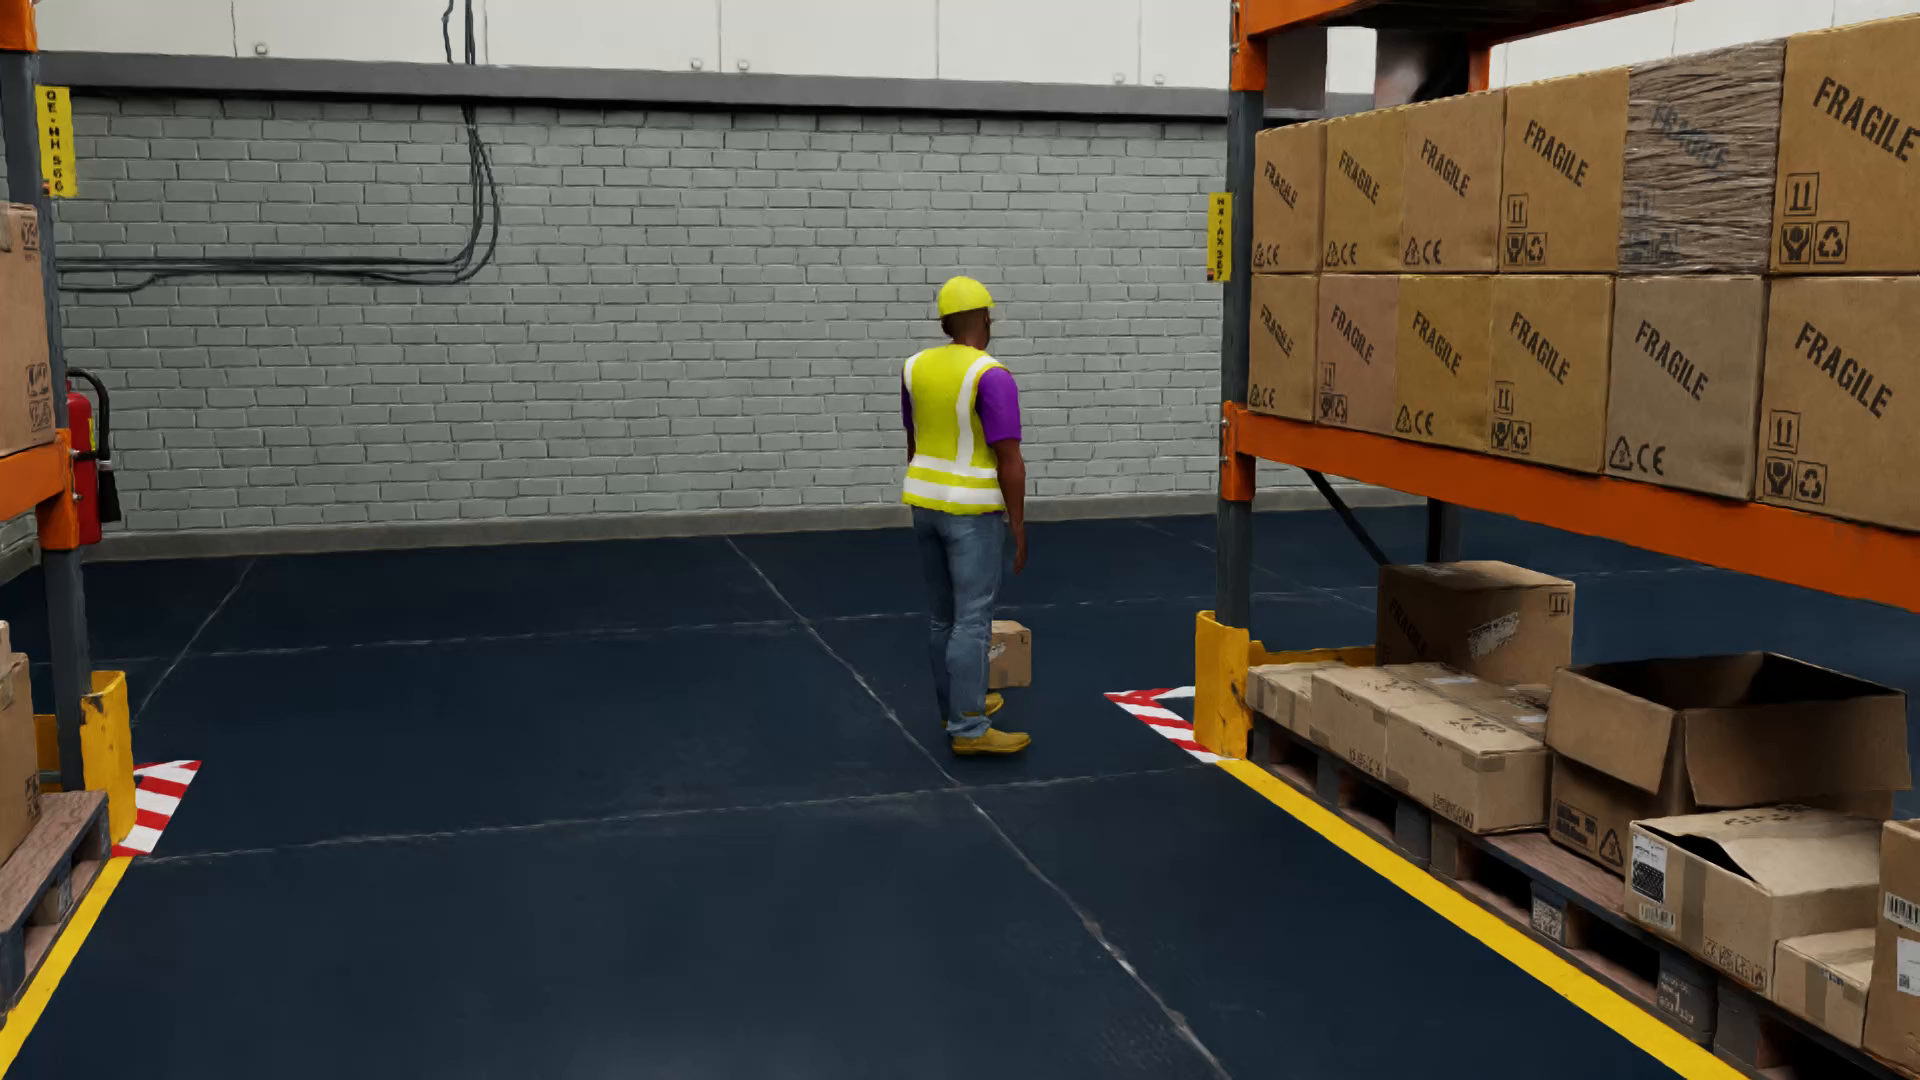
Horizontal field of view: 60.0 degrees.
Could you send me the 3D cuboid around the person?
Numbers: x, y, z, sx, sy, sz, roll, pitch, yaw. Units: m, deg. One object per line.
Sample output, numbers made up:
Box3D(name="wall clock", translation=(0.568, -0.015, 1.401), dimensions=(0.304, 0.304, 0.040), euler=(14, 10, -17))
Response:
Box3D(name="person", translation=(0.084, -0.108, 6.314), dimensions=(0.516, 1.768, 0.650), euler=(-9, 13, -44))
